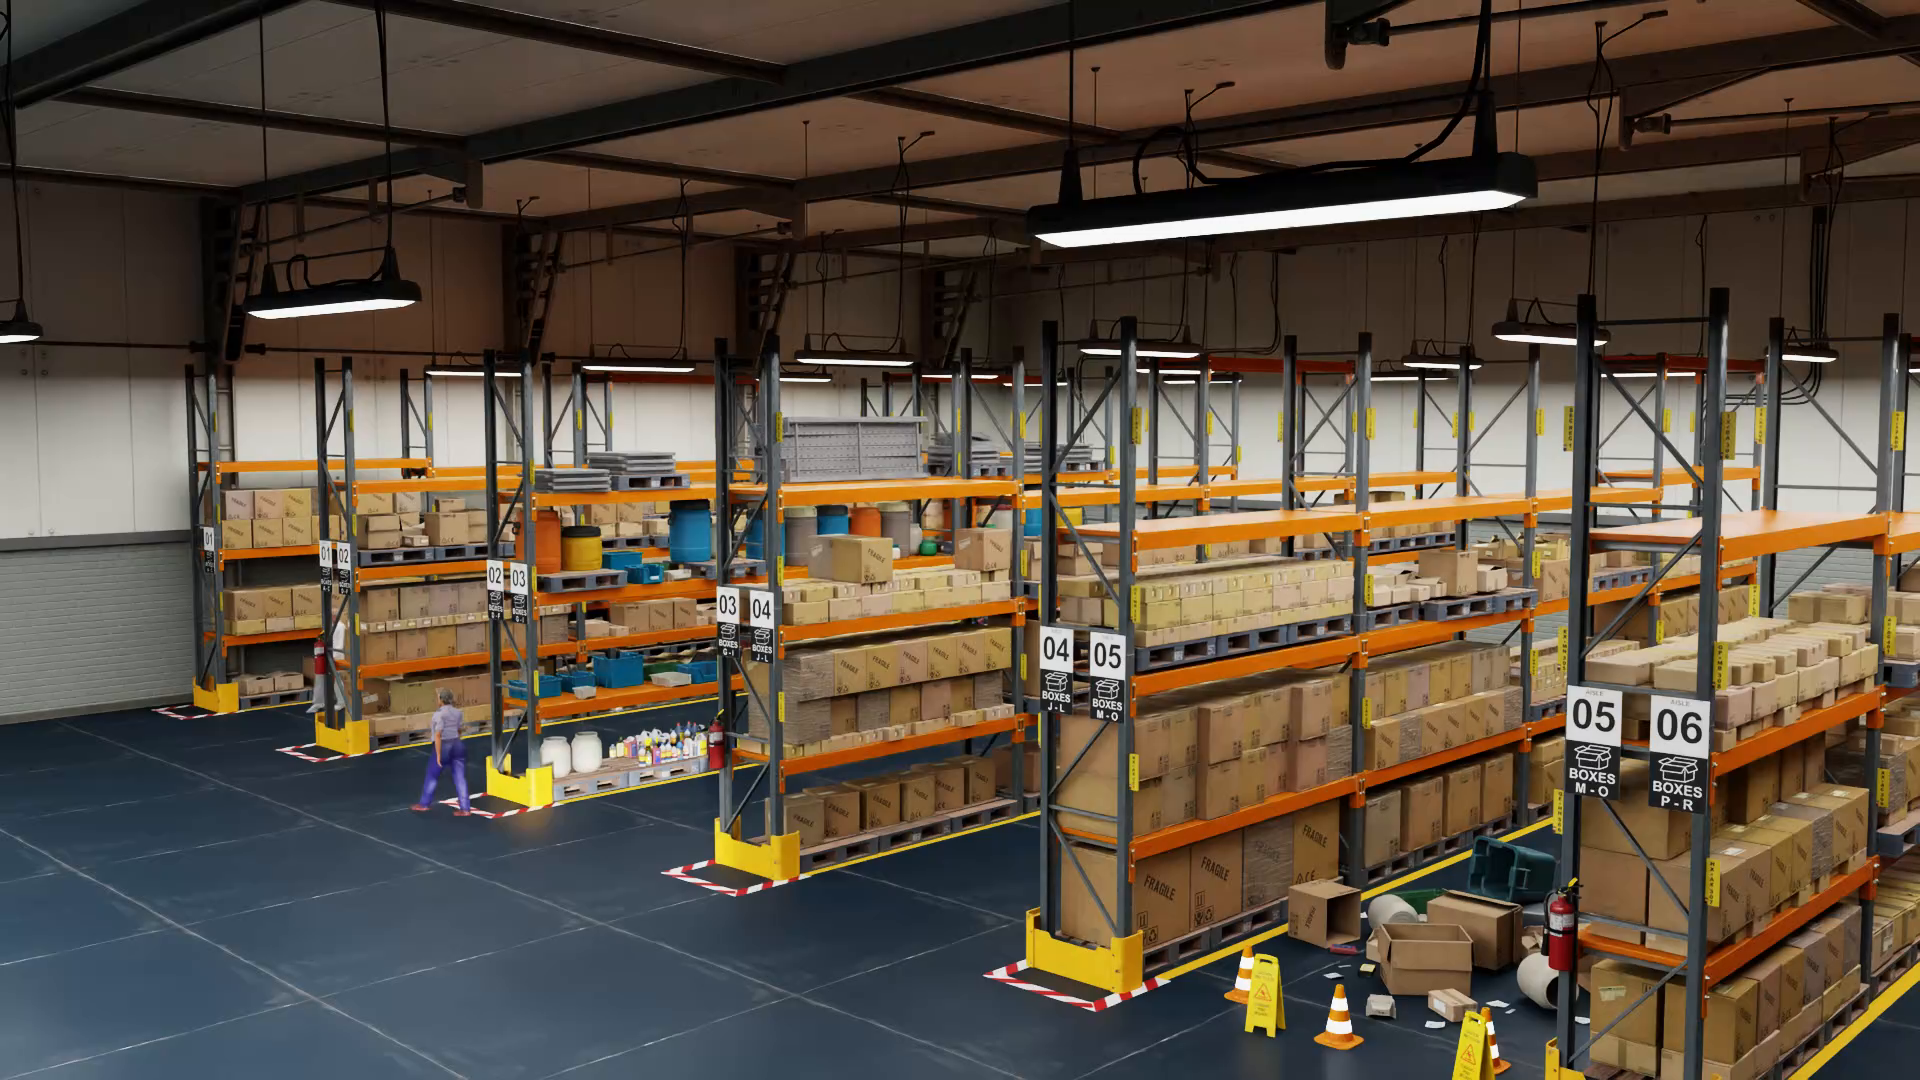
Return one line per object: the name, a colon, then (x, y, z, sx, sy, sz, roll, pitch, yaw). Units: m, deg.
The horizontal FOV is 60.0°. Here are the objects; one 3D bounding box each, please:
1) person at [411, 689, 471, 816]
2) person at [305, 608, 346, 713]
person: (-6.617, 2.715, 21.316, 0.921, 1.586, 0.508, 4, 6, 42)
person: (-10.952, 2.095, 28.772, 0.607, 1.813, 0.718, 3, 5, 37)
